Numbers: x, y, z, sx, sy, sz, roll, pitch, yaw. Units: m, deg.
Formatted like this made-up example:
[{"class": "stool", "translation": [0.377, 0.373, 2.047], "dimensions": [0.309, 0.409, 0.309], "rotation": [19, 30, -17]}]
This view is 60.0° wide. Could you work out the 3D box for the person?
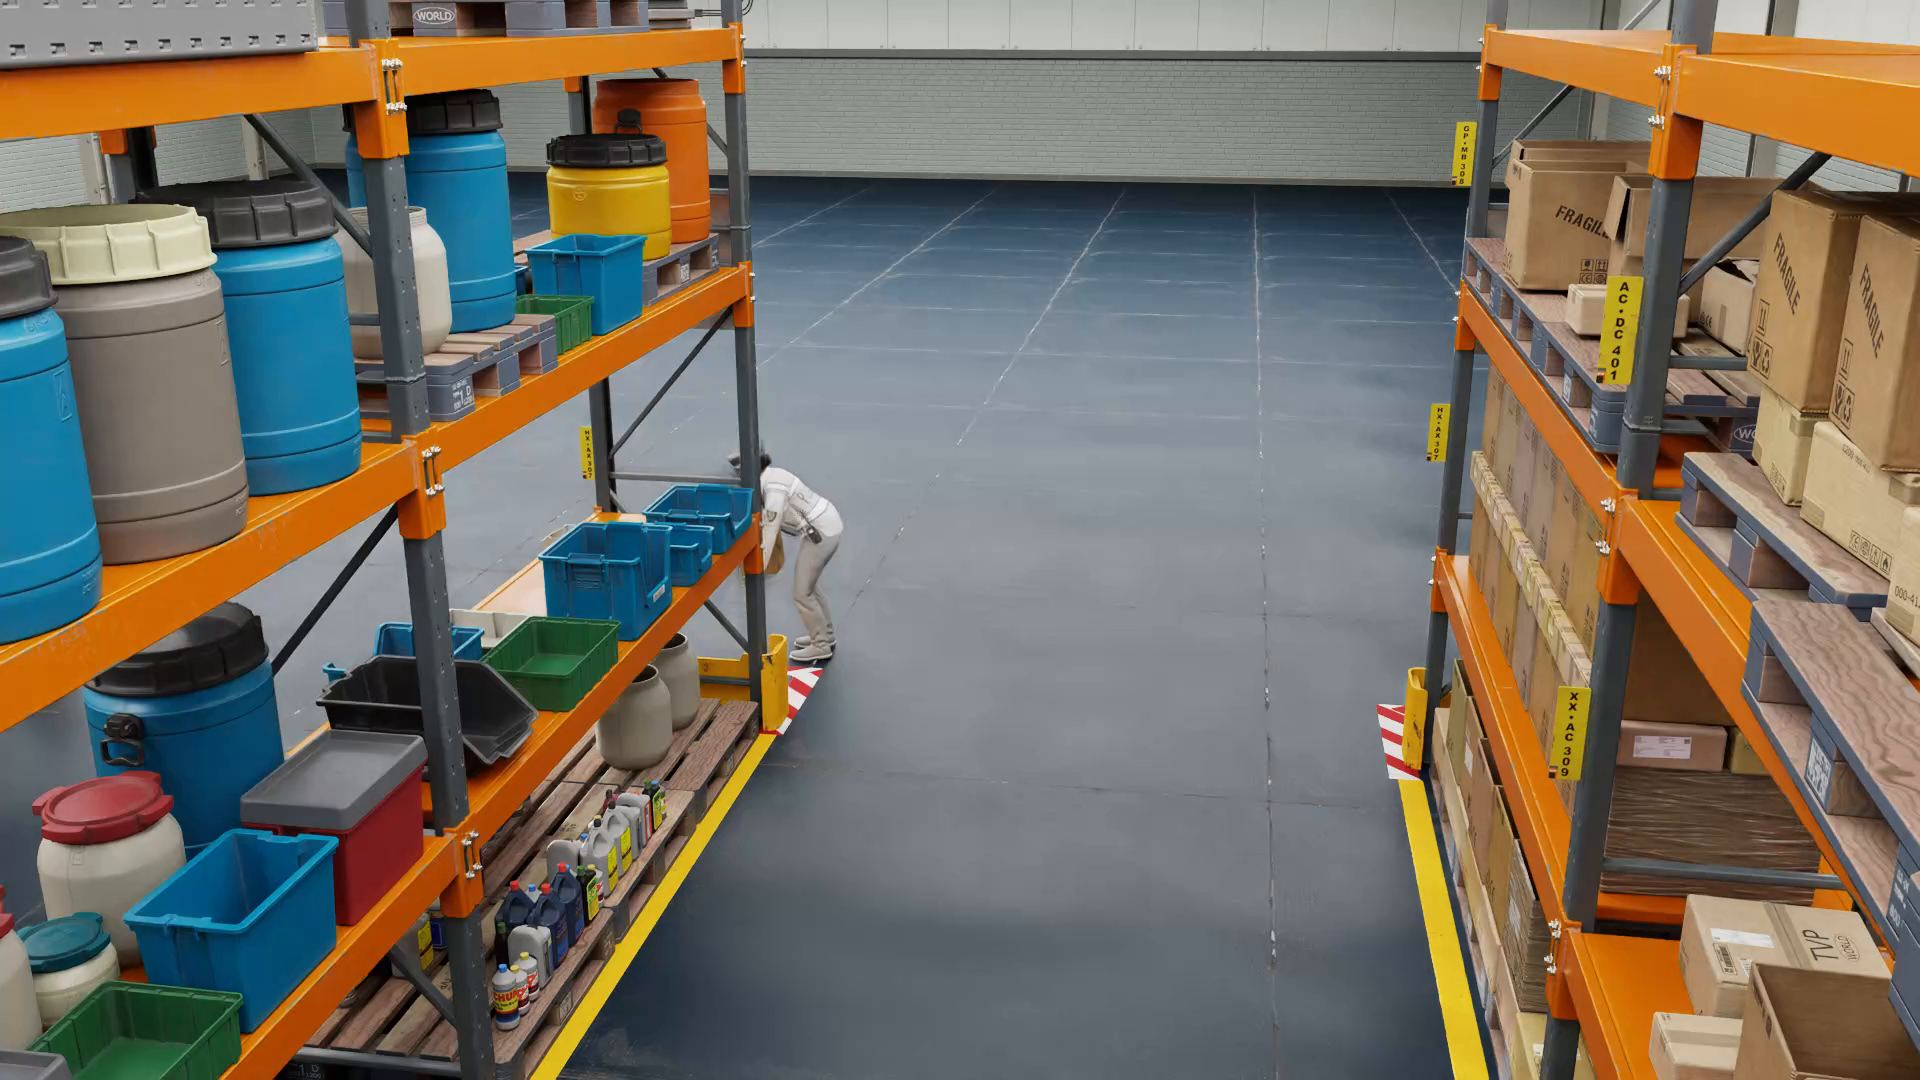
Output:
[{"class": "person", "translation": [-1.159, 0.073, 11.151], "dimensions": [0.756, 1.473, 0.416], "rotation": [0, 18, 1]}]
